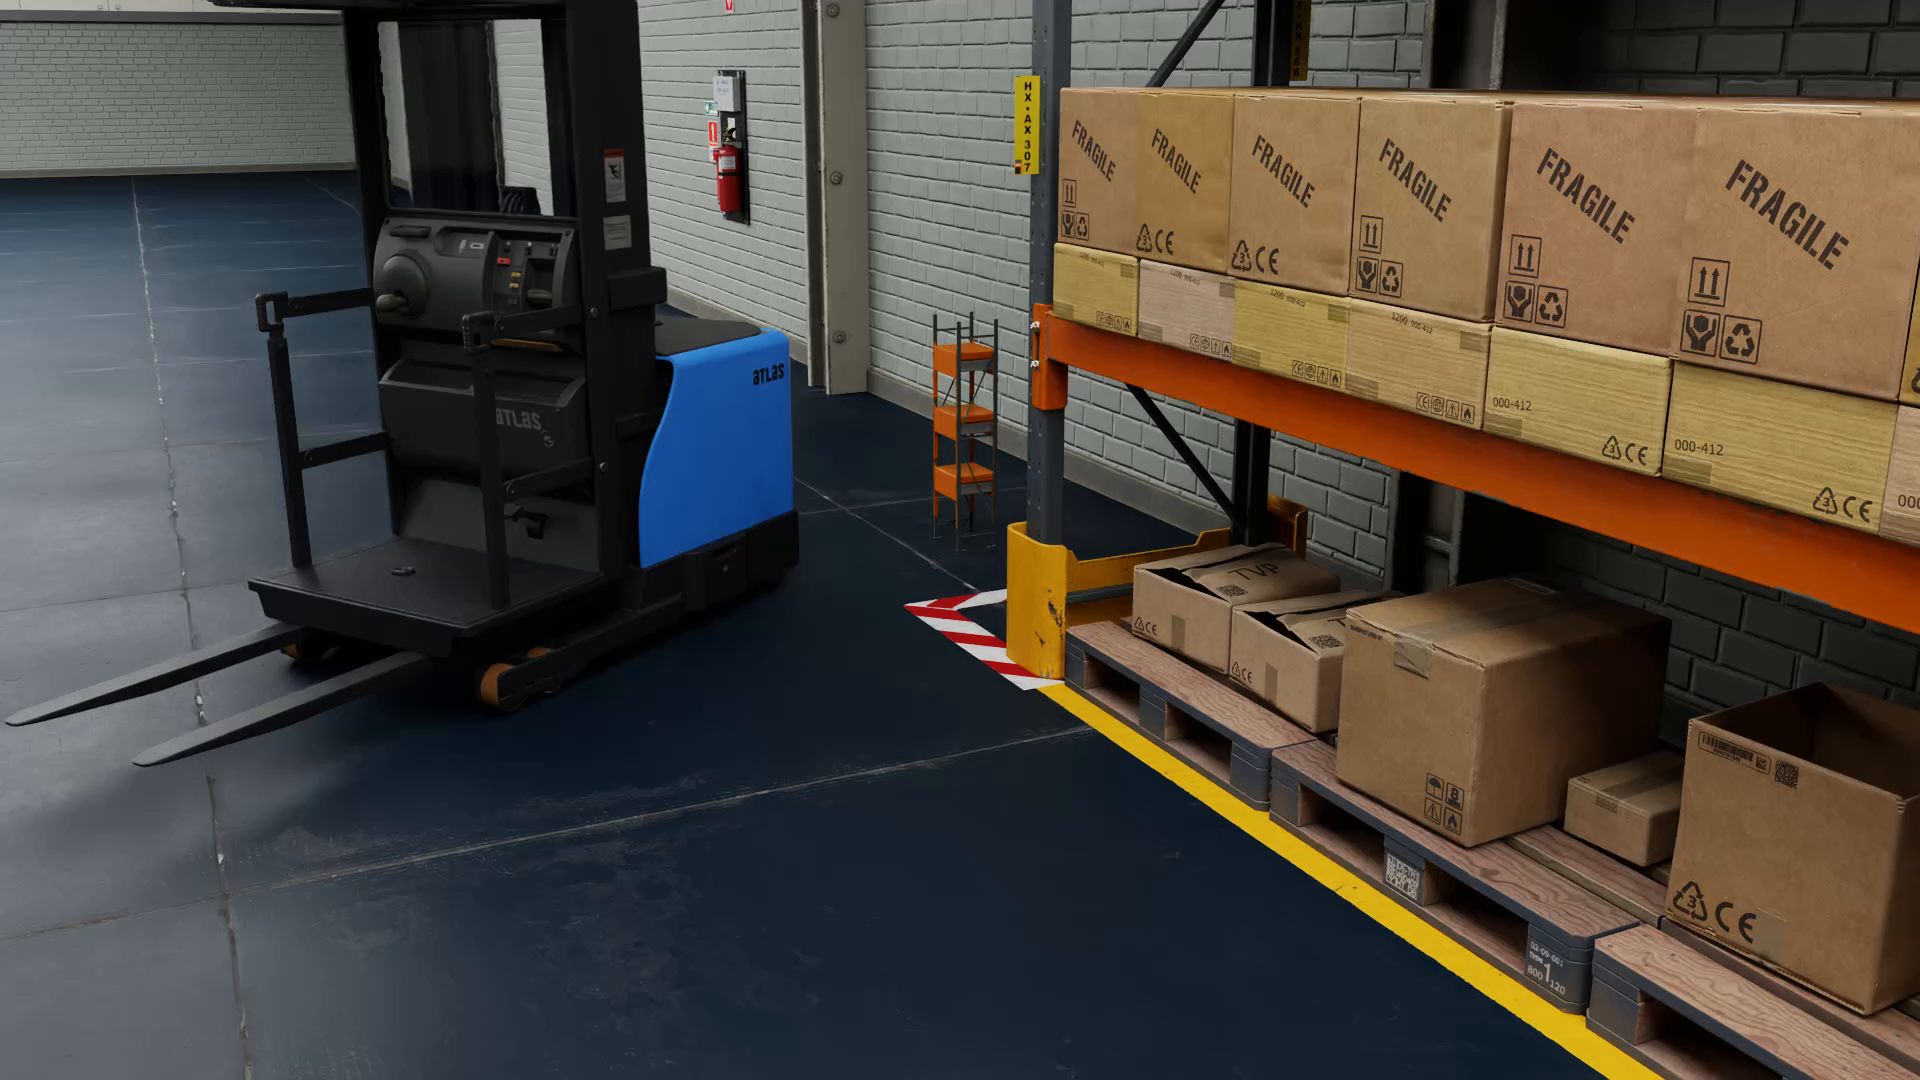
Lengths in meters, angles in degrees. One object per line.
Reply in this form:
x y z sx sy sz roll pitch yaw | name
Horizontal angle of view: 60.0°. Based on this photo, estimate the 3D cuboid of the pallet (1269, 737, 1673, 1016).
1.608 0.802 4.572 1.003 0.211 1.213 -8 18 -25 | pallet

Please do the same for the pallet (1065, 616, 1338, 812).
1.077 0.500 5.625 1.003 0.211 1.213 -8 18 -25 | pallet

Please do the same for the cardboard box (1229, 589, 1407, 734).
1.192 0.340 5.204 0.500 0.311 0.500 -6 17 -20 | cardboard box

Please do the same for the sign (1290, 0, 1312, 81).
1.227 -1.835 6.036 0.100 0.325 0.005 -8 18 -25 | sign

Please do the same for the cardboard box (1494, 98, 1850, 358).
1.552 -0.700 3.628 0.500 0.500 0.500 -8 18 -26 | cardboard box

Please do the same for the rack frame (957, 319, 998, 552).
0.077 -0.461 7.454 0.200 1.050 0.008 -8 18 -25 | rack frame

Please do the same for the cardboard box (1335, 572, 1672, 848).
1.468 0.437 4.523 0.700 0.500 0.500 -9 18 -28 | cardboard box

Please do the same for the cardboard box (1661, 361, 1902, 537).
1.781 -0.216 3.300 0.500 0.250 0.500 -8 18 -25 | cardboard box

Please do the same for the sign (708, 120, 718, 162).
-2.022 -3.267 13.634 0.001 0.329 0.234 -8 18 -25 | sign

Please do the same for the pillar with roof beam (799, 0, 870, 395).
-4.695 -4.847 8.326 9.100 9.000 0.400 -8 18 -25 | pillar with roof beam

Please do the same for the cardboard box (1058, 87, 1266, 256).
0.659 -1.208 5.398 0.500 0.500 0.500 -8 18 -25 | cardboard box

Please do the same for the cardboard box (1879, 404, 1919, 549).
1.992 -0.091 2.866 0.500 0.250 0.500 -8 18 -25 | cardboard box

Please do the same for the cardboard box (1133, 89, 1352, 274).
0.866 -1.084 4.967 0.500 0.500 0.500 -8 18 -25 | cardboard box

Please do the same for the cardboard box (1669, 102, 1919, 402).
1.763 -0.574 3.188 0.500 0.500 0.500 -8 18 -25 | cardboard box

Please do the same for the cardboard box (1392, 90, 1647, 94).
1.559 -1.018 4.735 0.500 0.500 0.500 -8 18 -26 | cardboard box

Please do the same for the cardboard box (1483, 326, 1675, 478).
1.547 -0.339 3.728 0.500 0.250 0.500 -8 18 -25 | cardboard box

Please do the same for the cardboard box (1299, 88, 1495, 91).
1.329 -1.145 5.180 0.500 0.500 0.500 -7 18 -24 | cardboard box

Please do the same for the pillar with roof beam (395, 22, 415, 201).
-12.580 -9.310 23.879 9.100 9.000 0.400 -8 18 -25 | pillar with roof beam

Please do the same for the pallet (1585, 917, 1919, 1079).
2.146 1.105 3.516 1.003 0.211 1.213 -8 18 -25 | pallet

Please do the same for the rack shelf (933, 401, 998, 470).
0.023 -0.481 7.563 0.215 0.259 0.240 -8 18 -25 | rack shelf

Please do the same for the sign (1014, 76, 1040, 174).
0.232 -1.415 5.675 0.100 0.325 0.005 -8 18 -25 | sign

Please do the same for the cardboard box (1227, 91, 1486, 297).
1.087 -0.955 4.518 0.500 0.500 0.500 -8 18 -27 | cardboard box

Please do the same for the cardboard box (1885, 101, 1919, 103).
2.231 -0.641 3.423 0.500 0.500 0.500 -8 18 -25 | cardboard box

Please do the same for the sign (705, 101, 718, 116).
-2.028 -3.520 13.553 0.001 0.109 0.331 -8 18 -25 | sign

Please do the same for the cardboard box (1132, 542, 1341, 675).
0.942 0.199 5.697 0.500 0.311 0.500 -10 19 -31 | cardboard box

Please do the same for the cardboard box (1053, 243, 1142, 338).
0.648 -0.843 5.485 0.500 0.250 0.500 -8 18 -27 | cardboard box

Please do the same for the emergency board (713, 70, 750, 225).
-1.873 -3.101 13.118 0.194 1.169 0.643 -8 18 -25 | emergency board

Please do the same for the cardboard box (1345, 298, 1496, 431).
1.326 -0.463 4.162 0.500 0.250 0.500 -7 18 -24 | cardboard box

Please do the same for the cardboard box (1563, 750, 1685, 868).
1.789 0.687 4.289 0.380 0.149 0.250 -9 18 -29 | cardboard box

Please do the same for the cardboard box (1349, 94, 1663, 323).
1.324 -0.829 4.077 0.500 0.500 0.500 -7 17 -23 | cardboard box

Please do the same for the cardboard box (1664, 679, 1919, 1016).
1.981 0.665 3.730 0.500 0.500 0.500 -9 18 -29 | cardboard box

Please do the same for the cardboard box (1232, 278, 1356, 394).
1.106 -0.589 4.600 0.500 0.250 0.500 -8 18 -26 | cardboard box

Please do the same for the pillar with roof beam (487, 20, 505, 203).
-9.952 -7.822 18.695 9.100 9.000 0.400 -8 18 -25 | pillar with roof beam

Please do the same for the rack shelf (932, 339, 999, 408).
0.023 -0.754 7.484 0.215 0.259 0.240 -8 18 -25 | rack shelf

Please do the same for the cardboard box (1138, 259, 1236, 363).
0.888 -0.716 5.042 0.500 0.250 0.500 -8 18 -27 | cardboard box

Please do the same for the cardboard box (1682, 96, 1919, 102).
2.017 -0.766 3.856 0.500 0.500 0.500 -7 17 -23 | cardboard box

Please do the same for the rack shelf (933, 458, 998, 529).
0.023 -0.214 7.639 0.215 0.259 0.240 -8 18 -25 | rack shelf

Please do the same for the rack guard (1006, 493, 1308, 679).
0.753 0.156 6.302 1.175 0.500 0.348 -8 18 -25 | rack guard

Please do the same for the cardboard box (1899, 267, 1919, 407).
1.987 -0.451 2.759 0.500 0.500 0.500 -8 18 -25 | cardboard box

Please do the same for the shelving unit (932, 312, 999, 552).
0.023 -0.491 7.560 0.215 1.050 0.252 -8 18 -25 | shelving unit

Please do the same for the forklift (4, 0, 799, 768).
-1.856 -0.963 5.792 1.130 2.935 3.031 9 18 28 | forklift

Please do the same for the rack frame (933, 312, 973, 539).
-0.030 -0.522 7.665 0.200 1.050 0.008 -8 18 -25 | rack frame

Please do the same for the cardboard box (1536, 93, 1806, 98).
1.780 -0.893 4.300 0.500 0.500 0.500 -7 18 -24 | cardboard box

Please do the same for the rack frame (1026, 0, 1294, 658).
0.720 -1.065 6.023 1.000 3.000 0.127 -8 18 -25 | rack frame

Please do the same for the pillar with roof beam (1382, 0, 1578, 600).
-2.066 -3.359 3.142 9.100 9.000 0.400 -8 18 -25 | pillar with roof beam

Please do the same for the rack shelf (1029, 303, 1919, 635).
1.596 -0.223 4.394 1.077 0.370 4.000 -8 18 -25 | rack shelf

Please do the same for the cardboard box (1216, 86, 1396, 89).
1.117 -1.271 5.619 0.500 0.500 0.500 -8 18 -26 | cardboard box

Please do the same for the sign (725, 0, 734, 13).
-1.787 -4.229 12.847 0.001 0.298 0.199 -8 18 -25 | sign
